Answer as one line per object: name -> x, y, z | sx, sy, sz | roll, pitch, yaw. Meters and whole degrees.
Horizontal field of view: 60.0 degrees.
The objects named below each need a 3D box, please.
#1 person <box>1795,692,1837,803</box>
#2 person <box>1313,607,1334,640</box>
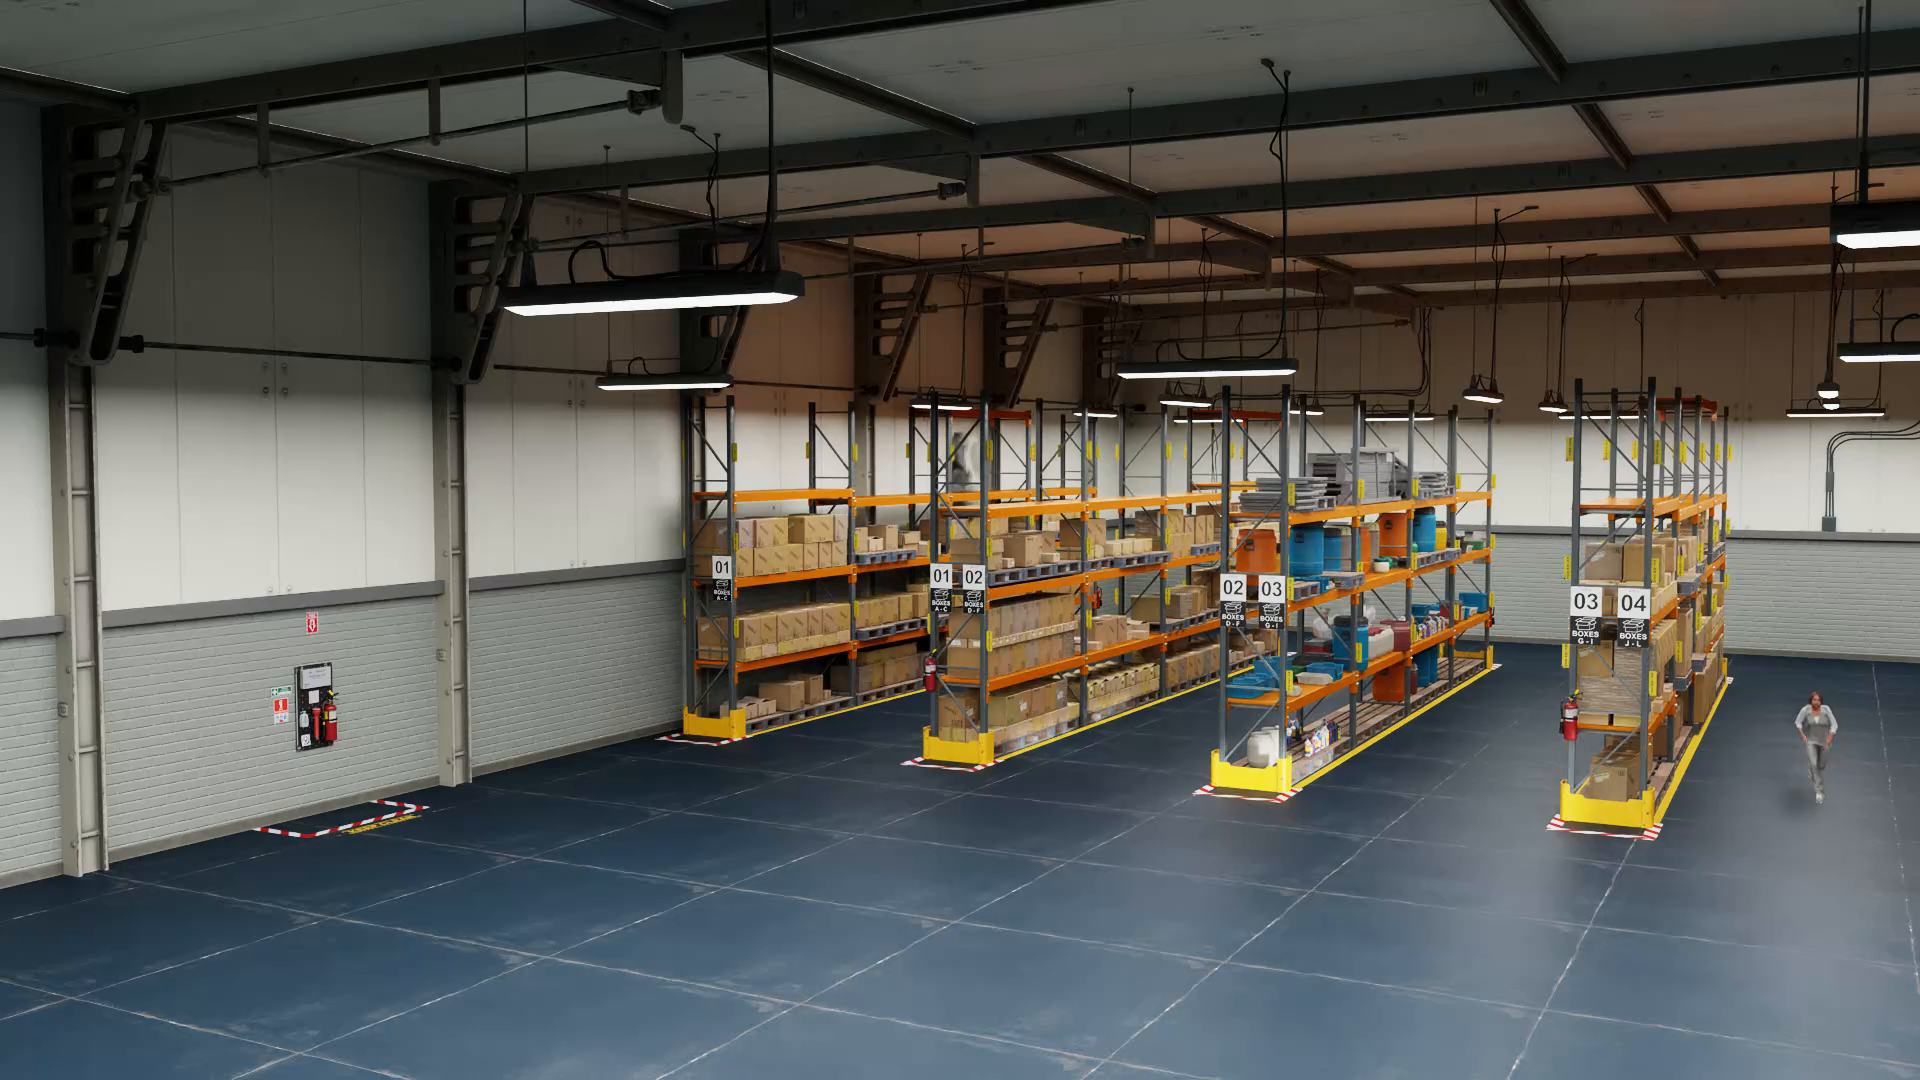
person -> 12.427, 2.967, 24.169 | 0.539, 1.585, 0.880 | 1, 3, 20
person -> 7.965, 2.275, 36.099 | 0.655, 1.705, 0.762 | 2, 3, 27
